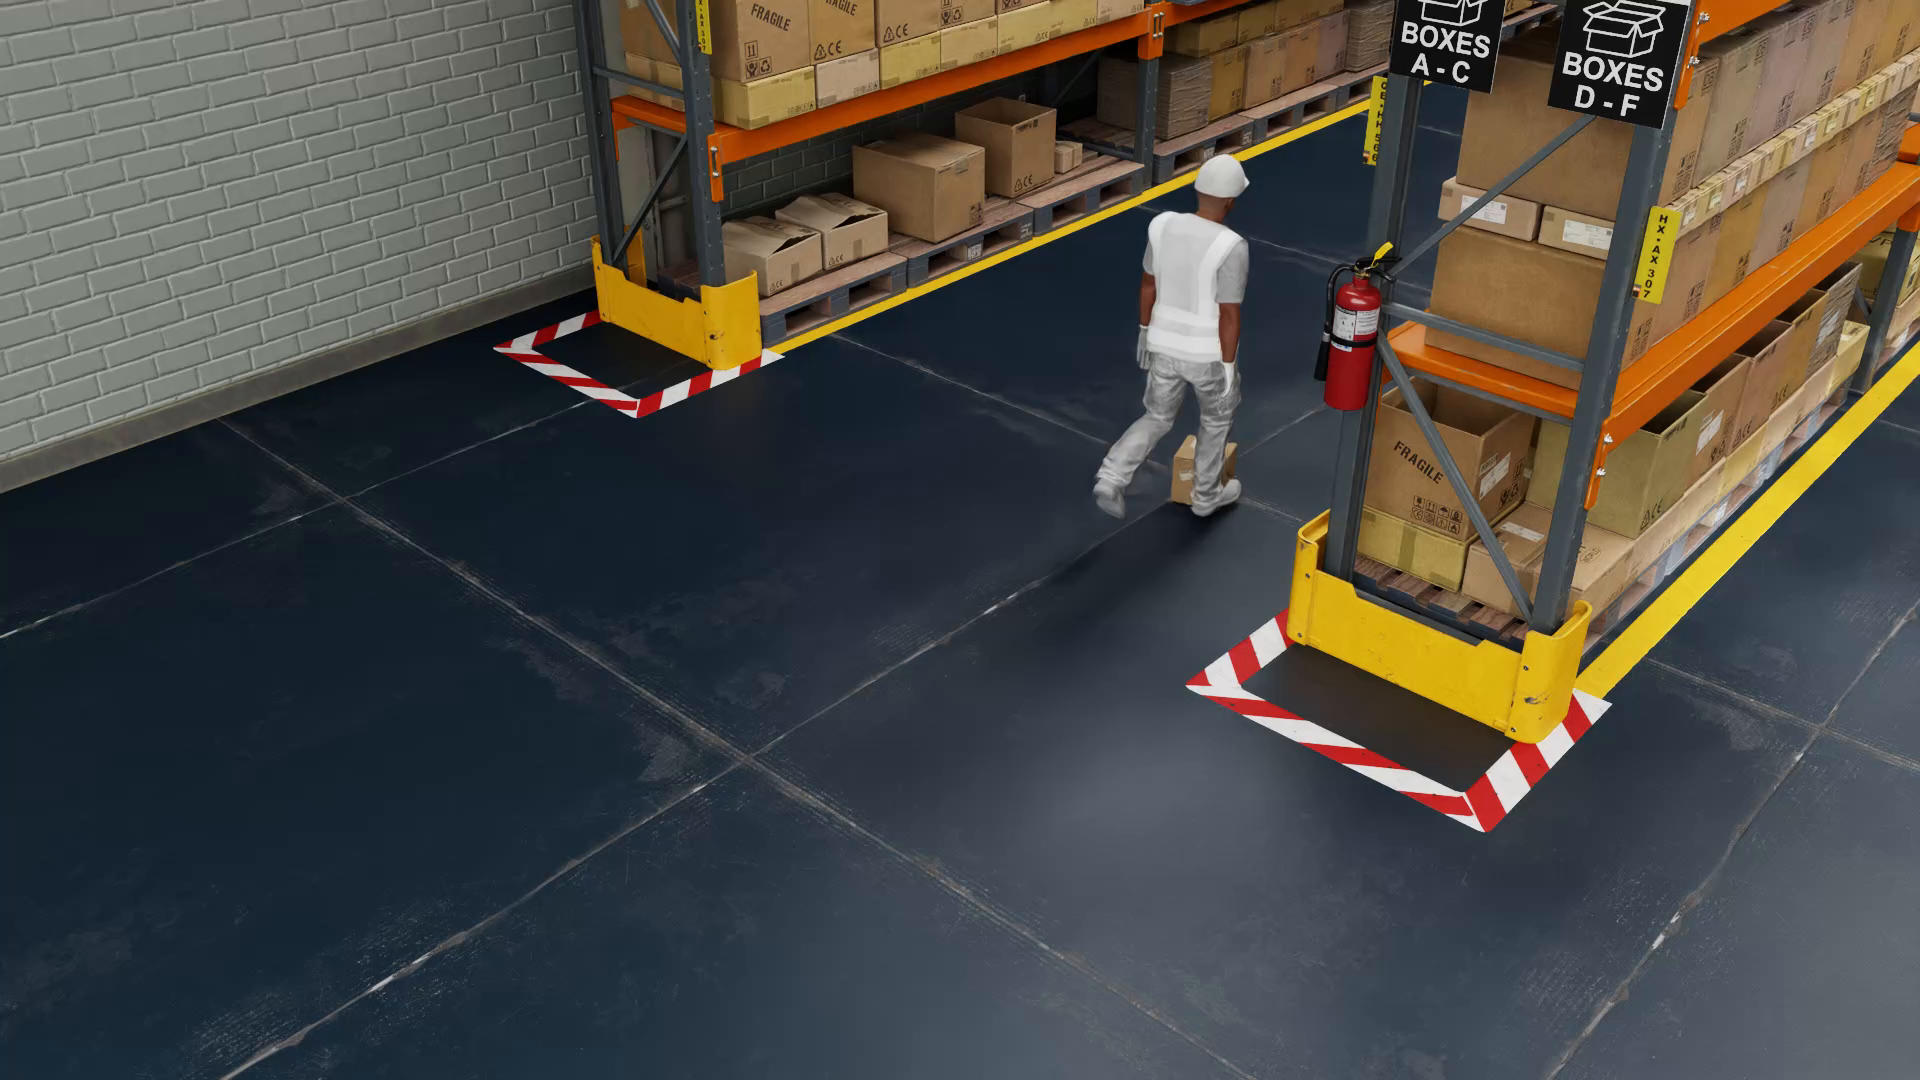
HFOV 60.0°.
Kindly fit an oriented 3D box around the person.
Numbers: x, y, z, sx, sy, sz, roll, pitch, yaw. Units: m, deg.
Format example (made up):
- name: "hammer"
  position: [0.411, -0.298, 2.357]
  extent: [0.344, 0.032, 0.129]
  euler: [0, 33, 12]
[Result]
- name: "person"
  position: [0.988, -0.851, 7.529]
  extent: [0.561, 1.760, 0.872]
  euler: [27, 40, 37]
